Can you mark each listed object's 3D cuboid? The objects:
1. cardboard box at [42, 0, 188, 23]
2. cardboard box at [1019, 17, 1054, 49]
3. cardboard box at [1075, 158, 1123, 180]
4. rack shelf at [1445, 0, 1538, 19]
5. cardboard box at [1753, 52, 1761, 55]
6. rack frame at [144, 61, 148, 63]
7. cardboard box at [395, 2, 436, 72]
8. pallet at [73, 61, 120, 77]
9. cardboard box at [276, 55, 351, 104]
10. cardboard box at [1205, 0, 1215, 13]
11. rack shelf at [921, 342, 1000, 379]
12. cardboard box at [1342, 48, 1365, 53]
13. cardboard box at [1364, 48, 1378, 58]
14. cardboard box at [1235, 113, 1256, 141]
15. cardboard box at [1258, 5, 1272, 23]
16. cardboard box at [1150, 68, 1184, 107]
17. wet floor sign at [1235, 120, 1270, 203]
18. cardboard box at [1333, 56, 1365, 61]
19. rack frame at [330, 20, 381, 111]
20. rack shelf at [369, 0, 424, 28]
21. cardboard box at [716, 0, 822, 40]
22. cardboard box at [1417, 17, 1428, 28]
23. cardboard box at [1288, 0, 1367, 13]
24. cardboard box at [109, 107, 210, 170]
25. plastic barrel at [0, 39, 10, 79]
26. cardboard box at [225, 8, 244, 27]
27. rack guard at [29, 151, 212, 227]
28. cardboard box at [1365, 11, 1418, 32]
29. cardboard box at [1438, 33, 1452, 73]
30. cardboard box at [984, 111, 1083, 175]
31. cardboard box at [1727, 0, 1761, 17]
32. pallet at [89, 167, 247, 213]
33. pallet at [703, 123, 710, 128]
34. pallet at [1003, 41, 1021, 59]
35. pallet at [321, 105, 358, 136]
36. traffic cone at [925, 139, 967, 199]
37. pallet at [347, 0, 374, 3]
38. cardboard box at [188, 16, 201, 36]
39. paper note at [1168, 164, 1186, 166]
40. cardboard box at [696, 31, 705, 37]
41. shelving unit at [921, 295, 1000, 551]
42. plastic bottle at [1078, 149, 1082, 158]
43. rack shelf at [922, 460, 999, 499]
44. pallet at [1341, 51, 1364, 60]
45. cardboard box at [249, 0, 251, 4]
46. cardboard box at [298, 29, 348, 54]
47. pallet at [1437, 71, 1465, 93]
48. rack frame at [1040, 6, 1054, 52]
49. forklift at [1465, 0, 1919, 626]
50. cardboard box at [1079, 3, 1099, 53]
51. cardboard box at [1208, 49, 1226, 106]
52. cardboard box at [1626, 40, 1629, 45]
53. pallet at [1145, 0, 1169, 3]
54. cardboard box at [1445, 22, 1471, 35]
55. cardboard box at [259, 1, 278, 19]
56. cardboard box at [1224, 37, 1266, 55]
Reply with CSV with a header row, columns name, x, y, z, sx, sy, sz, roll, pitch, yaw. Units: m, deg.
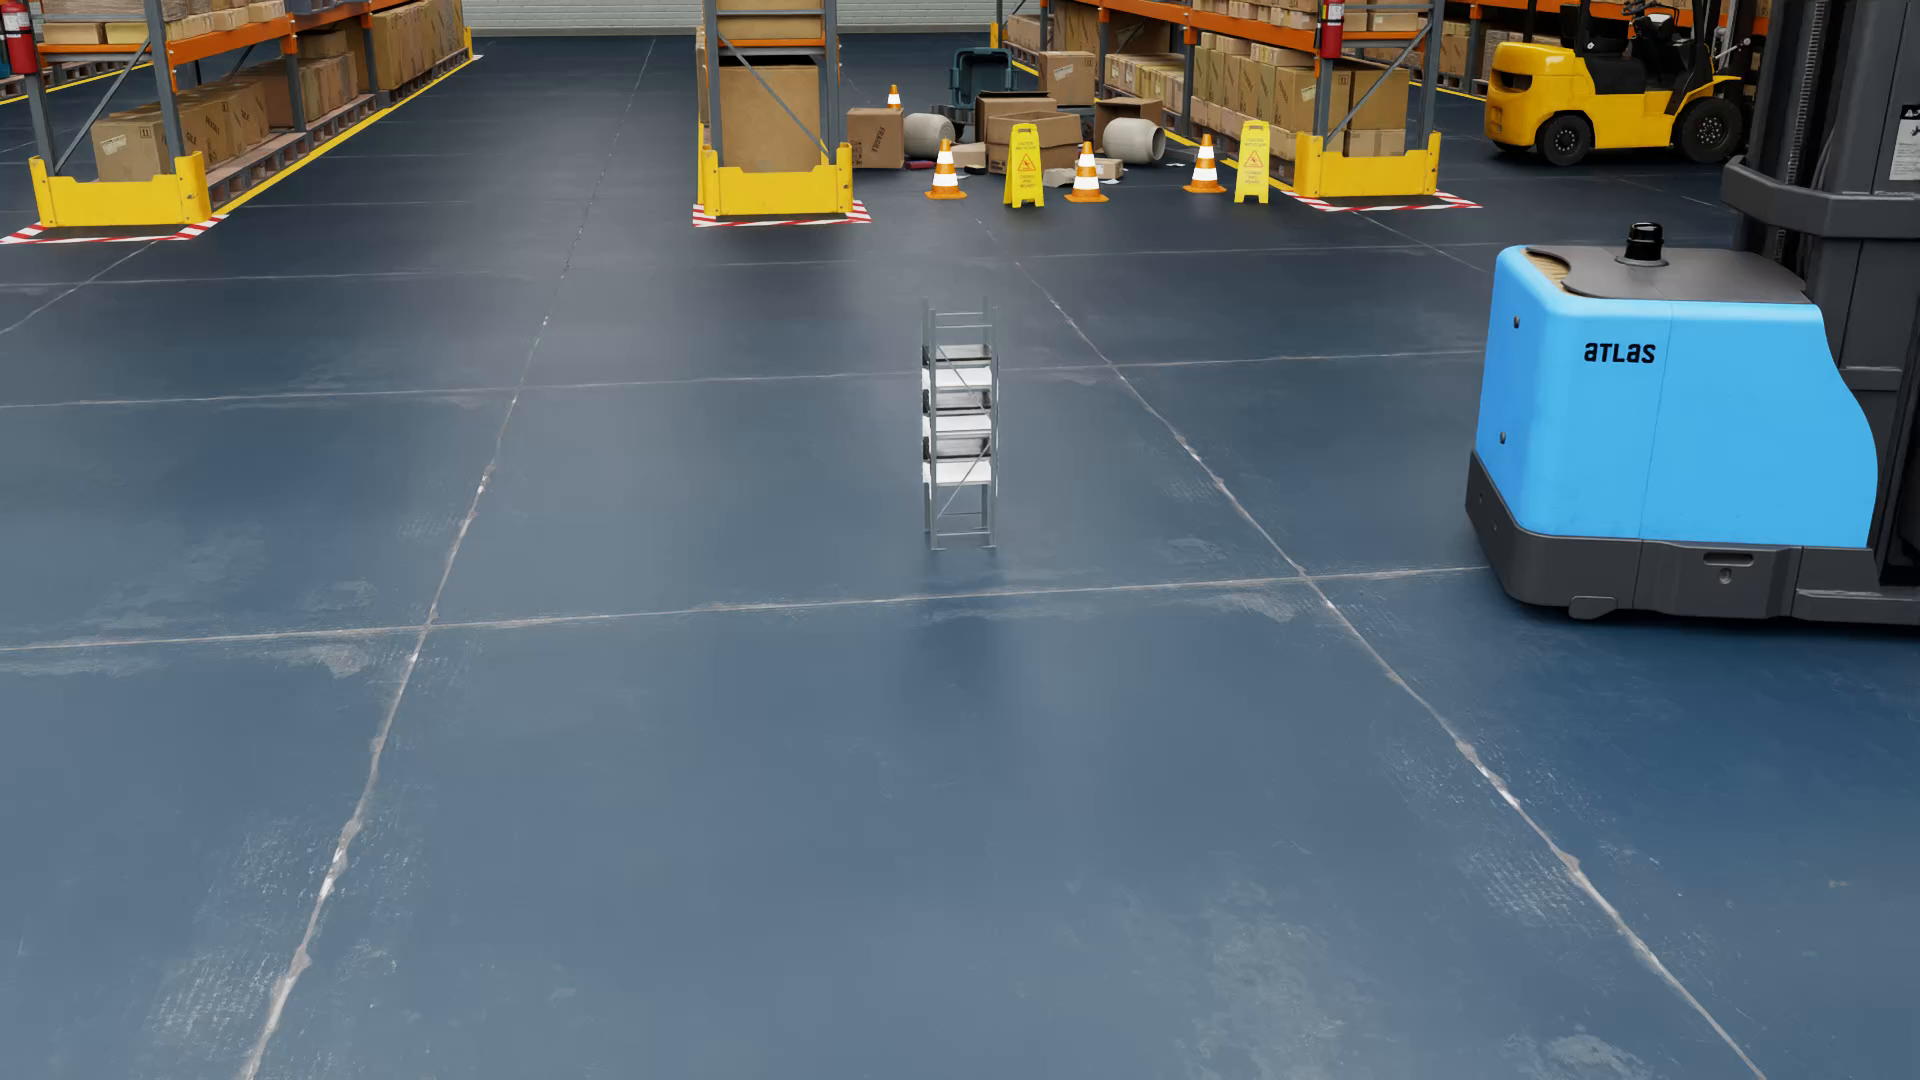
name,x,y,z,sx,sy,sz,roll,pitch,yaw
cardboard box,-6.423,-4.200,12.606,0.875,0.500,0.500,-3,21,-8
cardboard box,1.463,-8.318,27.261,0.875,0.438,0.875,-2,21,-6
cardboard box,1.248,-3.338,14.940,0.380,0.149,0.250,8,22,20
rack shelf,6.905,-7.699,23.570,1.077,0.370,4.000,-3,21,-8
cardboard box,7.744,-4.621,16.201,0.500,0.250,0.500,-3,21,-9
rack frame,-13.579,-9.112,26.325,1.000,3.000,0.127,-3,21,-8
cardboard box,-7.989,-6.957,22.994,1.225,0.875,0.875,-3,21,-8
pallet,-13.326,-7.096,24.915,1.003,0.211,1.213,-3,21,-8
cardboard box,-7.315,-5.204,18.807,0.700,0.500,0.500,-5,21,-12
cardboard box,2.674,-5.379,16.689,0.380,0.149,0.250,-2,21,-6
rack shelf,-0.001,-0.646,5.983,0.258,0.077,0.200,-3,21,-8
cardboard box,6.246,-7.767,26.200,0.380,0.149,0.250,-4,21,-9
cardboard box,6.464,-7.575,25.183,0.500,0.500,0.500,-2,21,-5
cardboard box,2.905,-3.857,15.586,0.500,0.250,0.500,-4,21,-10
cardboard box,2.916,-4.762,15.038,0.380,0.149,0.250,-3,21,-8
cardboard box,2.674,-5.103,18.746,0.950,0.372,0.625,-2,21,-4
wet floor sign,2.404,-3.099,13.591,0.267,0.644,0.232,4,21,11
cardboard box,3.445,-4.238,15.534,0.500,0.500,0.500,-3,21,-7
rack frame,-7.524,-6.592,19.578,1.000,3.000,0.127,-3,21,-8
rack shelf,-7.813,-6.947,21.558,1.077,0.370,4.000,-3,21,-8
cardboard box,-1.547,-4.233,13.049,0.875,0.550,0.550,-3,21,-8
cardboard box,6.723,-7.379,23.731,0.380,0.149,0.250,-3,21,-8
cardboard box,3.084,-4.682,13.896,0.500,0.500,0.500,-3,21,-9
cardboard box,-6.565,-3.270,13.656,0.500,0.500,0.500,2,21,6
plastic barrel,-12.839,-6.506,21.748,0.600,0.901,0.708,-3,21,-8
cardboard box,-6.424,-4.509,14.362,0.380,0.149,0.250,-3,21,-8
rack guard,-6.382,-2.677,12.670,1.175,0.500,0.348,-3,21,-8
cardboard box,3.591,-4.332,13.887,0.380,0.149,0.250,-3,21,-8
cardboard box,6.858,-6.678,22.782,0.500,0.500,0.500,-3,21,-9
cardboard box,0.677,-3.633,15.223,0.637,0.503,0.797,17,27,39
cardboard box,7.793,-5.308,15.999,0.500,0.500,0.500,-3,21,-7
pallet,-6.464,-2.825,13.478,1.003,0.211,1.213,-3,21,-8
pallet,-2.211,-4.379,17.639,1.003,0.211,1.213,-3,21,-8
pallet,1.322,-8.282,28.089,1.003,0.211,1.213,-3,21,-8
pallet,-7.241,-4.593,18.213,1.003,0.211,1.213,-3,21,-8
traffic cone,-0.120,-3.104,13.866,0.336,0.463,0.334,-3,21,-8
pallet,-7.316,-6.260,18.965,1.213,0.211,1.003,-3,21,-8
cardboard box,-6.271,-4.075,13.199,0.380,0.149,0.250,-3,21,-8
paper note,2.037,-3.535,15.637,0.142,0.019,0.148,-11,23,-26
cardboard box,-2.474,-5.432,19.087,1.050,0.750,0.750,-3,21,-7
shelving unit,-0.001,-0.424,6.066,0.258,0.900,0.210,-3,21,-8
plastic bottle,1.189,-3.789,16.273,0.133,0.061,0.283,1,20,2
rack shelf,-0.001,-0.225,6.141,0.258,0.077,0.200,-3,21,-8
pallet,6.519,-7.660,26.423,1.003,0.211,1.213,-3,21,-8
cardboard box,-6.907,-5.059,14.907,0.875,0.500,0.500,-3,21,-8
cardboard box,-7.398,-5.748,19.190,0.500,0.250,0.500,-2,21,-6
pallet,7.123,-6.297,22.775,1.003,0.211,1.213,-3,21,-8
rack frame,1.705,-8.476,24.624,1.000,3.000,0.127,-3,21,-8
forklift,3.375,-1.214,5.278,3.031,2.935,1.130,2,21,6
cardboard box,2.140,-6.845,22.693,0.875,0.875,0.875,-3,21,-7
cardboard box,2.765,-4.564,16.406,0.500,0.500,0.500,-2,21,-6
cardboard box,7.579,-5.492,19.426,0.875,0.625,0.625,-3,21,-8
pallet,2.608,-6.318,19.120,1.003,0.211,1.213,-3,21,-8
cardboard box,6.802,-6.924,22.513,0.380,0.149,0.250,-4,21,-11
cardboard box,-6.599,-4.942,15.521,0.380,0.149,0.250,-3,21,-8
cardboard box,2.753,-4.735,15.938,0.380,0.149,0.250,-2,21,-5
